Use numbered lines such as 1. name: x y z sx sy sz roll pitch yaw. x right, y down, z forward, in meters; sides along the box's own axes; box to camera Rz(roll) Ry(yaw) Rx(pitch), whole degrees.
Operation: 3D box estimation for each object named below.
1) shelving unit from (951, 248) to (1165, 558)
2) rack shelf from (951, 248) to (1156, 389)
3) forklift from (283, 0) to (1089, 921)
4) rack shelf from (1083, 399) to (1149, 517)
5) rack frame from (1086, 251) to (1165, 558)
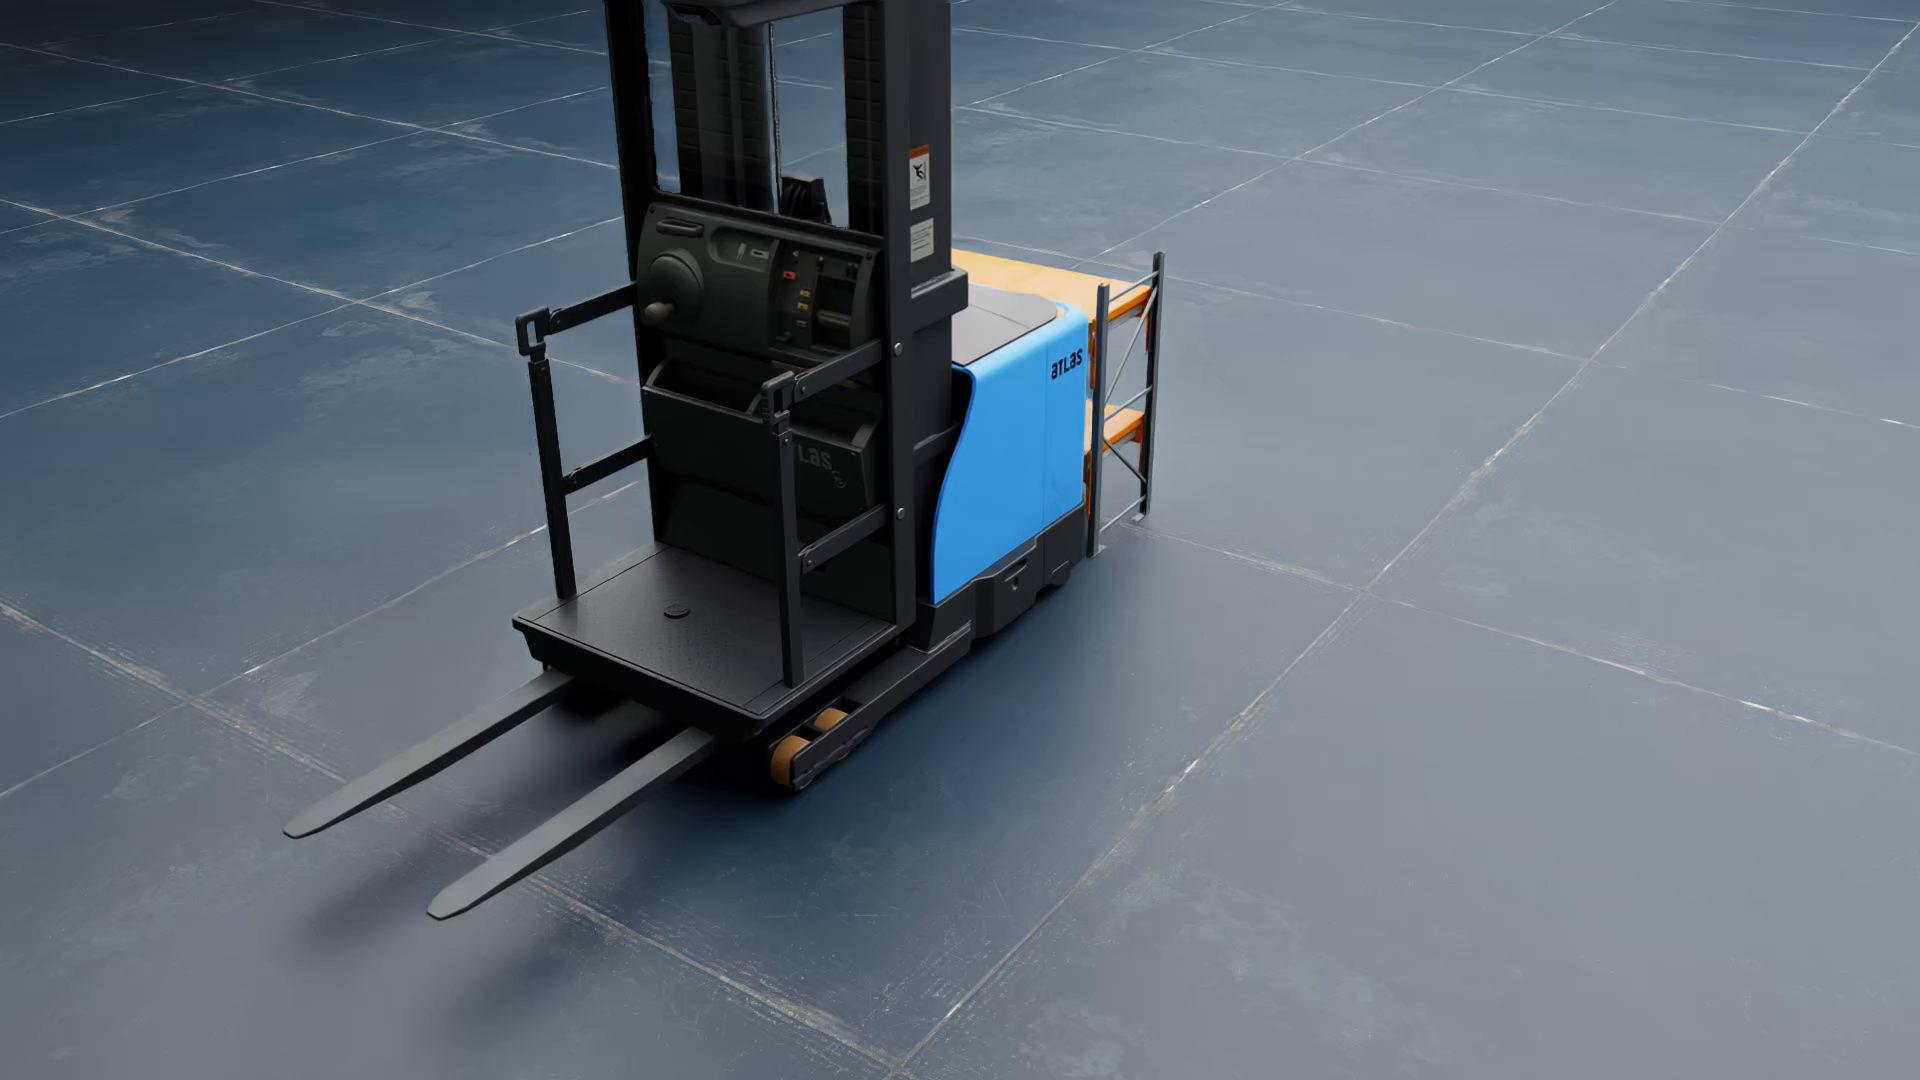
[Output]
1. shelving unit: 0.224 -0.652 6.791 1.048 1.125 0.538 16 31 29
2. rack shelf: 0.224 -0.913 6.659 1.000 0.278 0.538 16 31 29
3. forklift: -0.766 -0.771 5.034 1.130 2.935 3.031 17 32 30
4. rack shelf: 0.224 -0.434 6.902 1.000 0.278 0.538 16 31 29
5. rack frame: 0.652 -0.528 6.547 0.032 1.125 0.500 16 31 29
